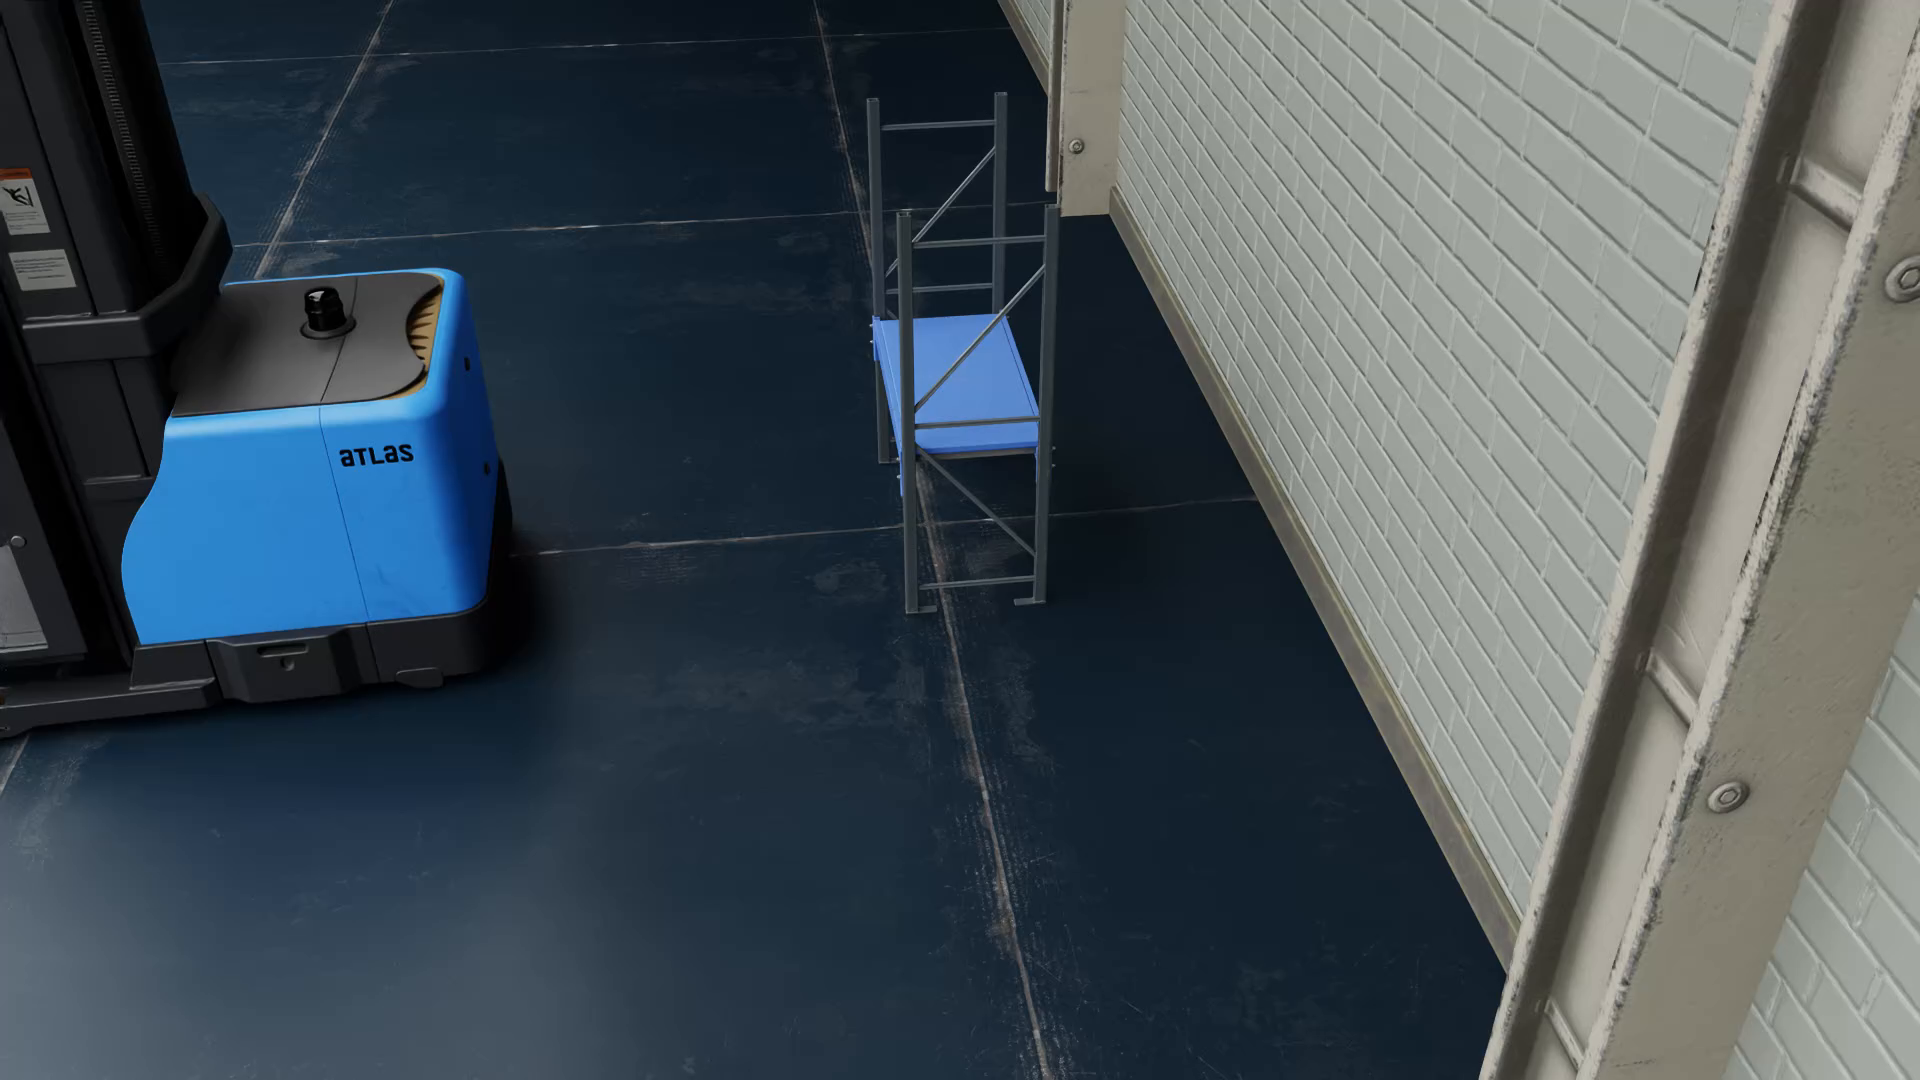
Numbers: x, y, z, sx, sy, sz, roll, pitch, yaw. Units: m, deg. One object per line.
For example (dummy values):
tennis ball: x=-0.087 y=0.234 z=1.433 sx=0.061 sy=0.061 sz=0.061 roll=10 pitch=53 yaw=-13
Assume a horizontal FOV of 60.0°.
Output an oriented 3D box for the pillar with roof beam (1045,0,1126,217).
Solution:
pillar with roof beam: x=-3.622 y=-5.216 z=5.913 sx=9.100 sy=9.000 sz=0.400 roll=-4 pitch=35 yaw=-6

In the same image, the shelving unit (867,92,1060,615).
shelving unit: x=-0.011 y=-0.667 z=5.897 sx=0.538 sy=1.500 sz=1.048 roll=-4 pitch=35 yaw=-6

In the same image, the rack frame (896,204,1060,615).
rack frame: x=0.057 y=-0.384 z=5.481 sx=0.500 sy=1.500 sz=0.032 roll=-4 pitch=35 yaw=-6

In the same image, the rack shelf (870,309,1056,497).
rack shelf: x=-0.011 y=-0.519 z=5.999 sx=0.538 sy=0.185 sz=1.000 roll=-4 pitch=35 yaw=-6

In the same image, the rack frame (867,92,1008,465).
rack frame: x=-0.080 y=-0.951 z=6.314 sx=0.500 sy=1.500 sz=0.032 roll=-4 pitch=35 yaw=-6

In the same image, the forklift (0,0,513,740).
forklift: x=-3.103 y=-0.864 z=4.915 sx=3.031 sy=2.935 sz=1.130 roll=-6 pitch=35 yaw=-8
